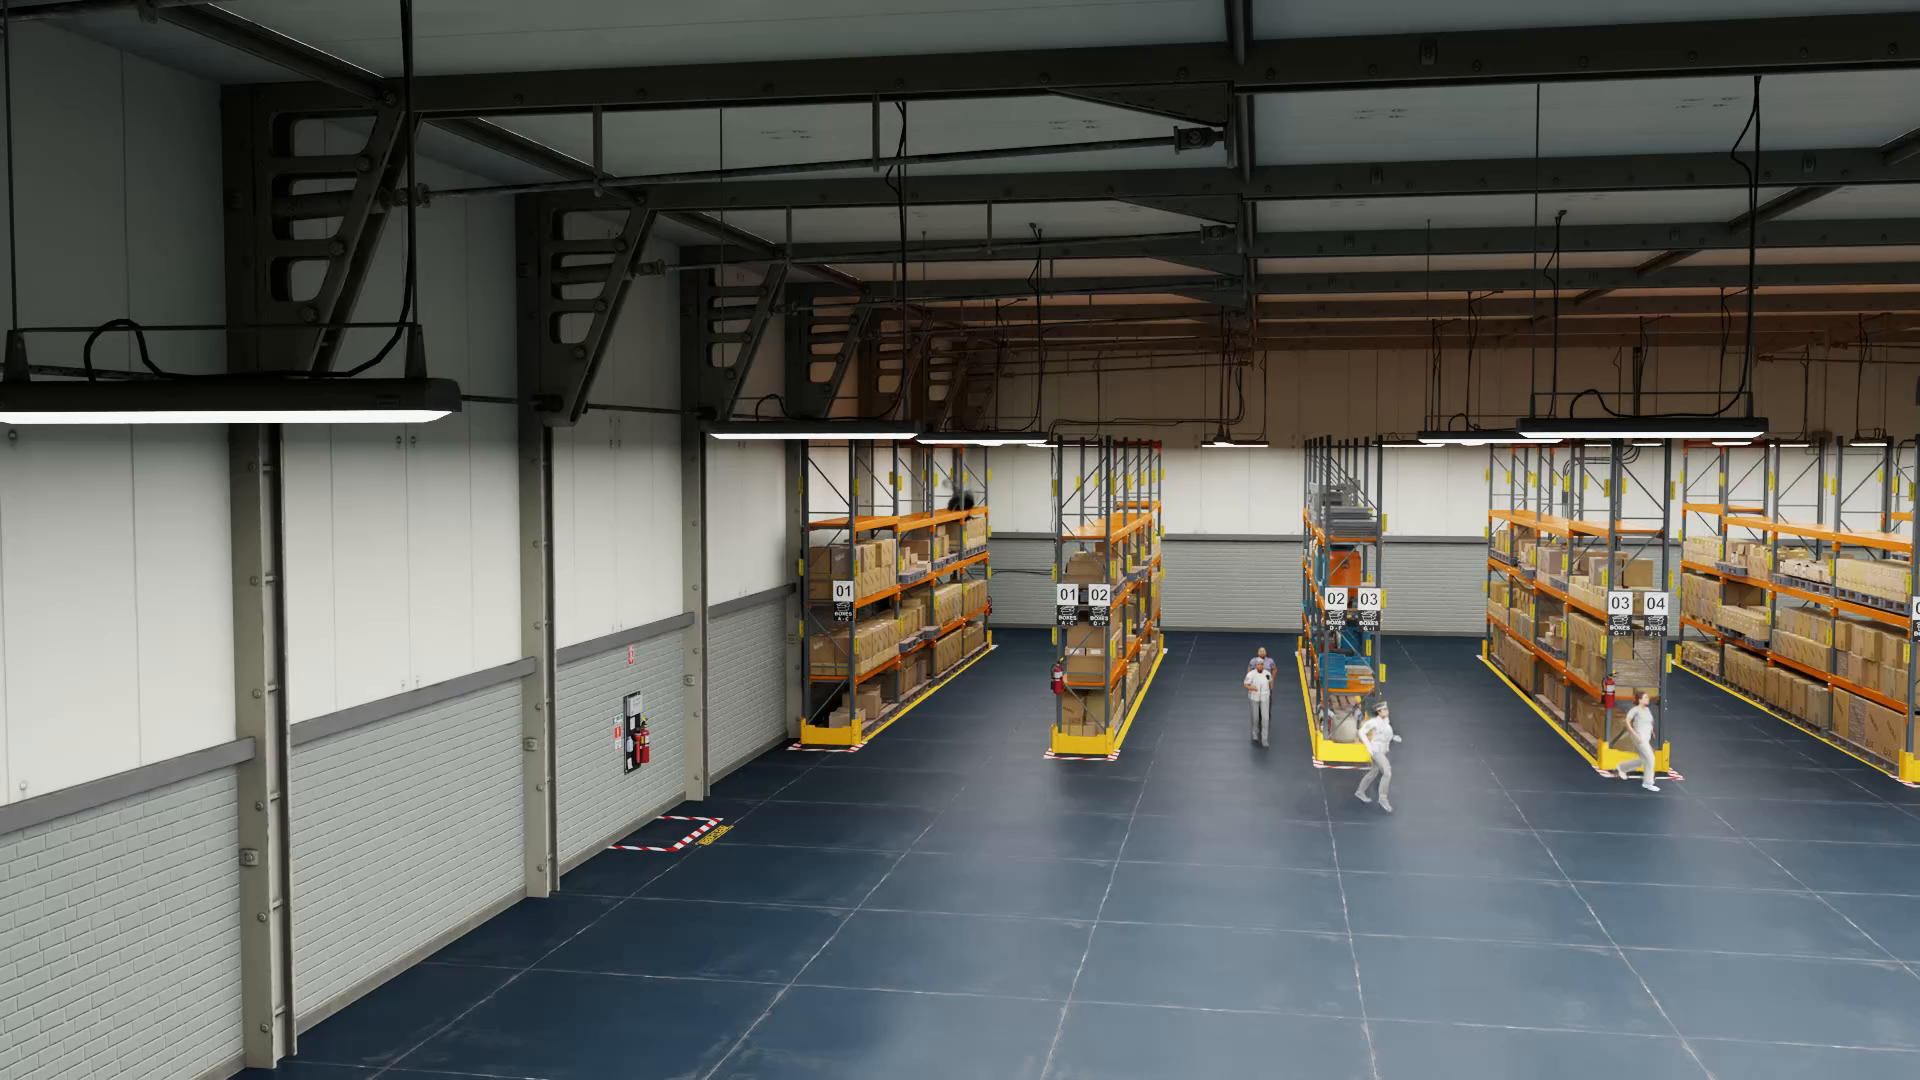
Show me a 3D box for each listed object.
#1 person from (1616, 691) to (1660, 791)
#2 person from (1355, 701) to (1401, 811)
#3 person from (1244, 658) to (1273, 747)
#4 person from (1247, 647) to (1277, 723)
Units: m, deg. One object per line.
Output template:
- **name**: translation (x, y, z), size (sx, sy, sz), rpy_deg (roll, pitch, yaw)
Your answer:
- **person**: translation (11.535, 3.386, 28.244), size (0.583, 1.656, 0.806), rpy_deg (-2, 4, -39)
- **person**: translation (6.696, 3.433, 26.684), size (0.759, 1.749, 0.606), rpy_deg (2, 4, 38)
- **person**: translation (5.817, 3.152, 32.403), size (0.587, 1.721, 0.762), rpy_deg (0, 3, 7)
- **person**: translation (6.307, 3.032, 34.750), size (0.603, 1.609, 0.573), rpy_deg (1, 3, 11)
